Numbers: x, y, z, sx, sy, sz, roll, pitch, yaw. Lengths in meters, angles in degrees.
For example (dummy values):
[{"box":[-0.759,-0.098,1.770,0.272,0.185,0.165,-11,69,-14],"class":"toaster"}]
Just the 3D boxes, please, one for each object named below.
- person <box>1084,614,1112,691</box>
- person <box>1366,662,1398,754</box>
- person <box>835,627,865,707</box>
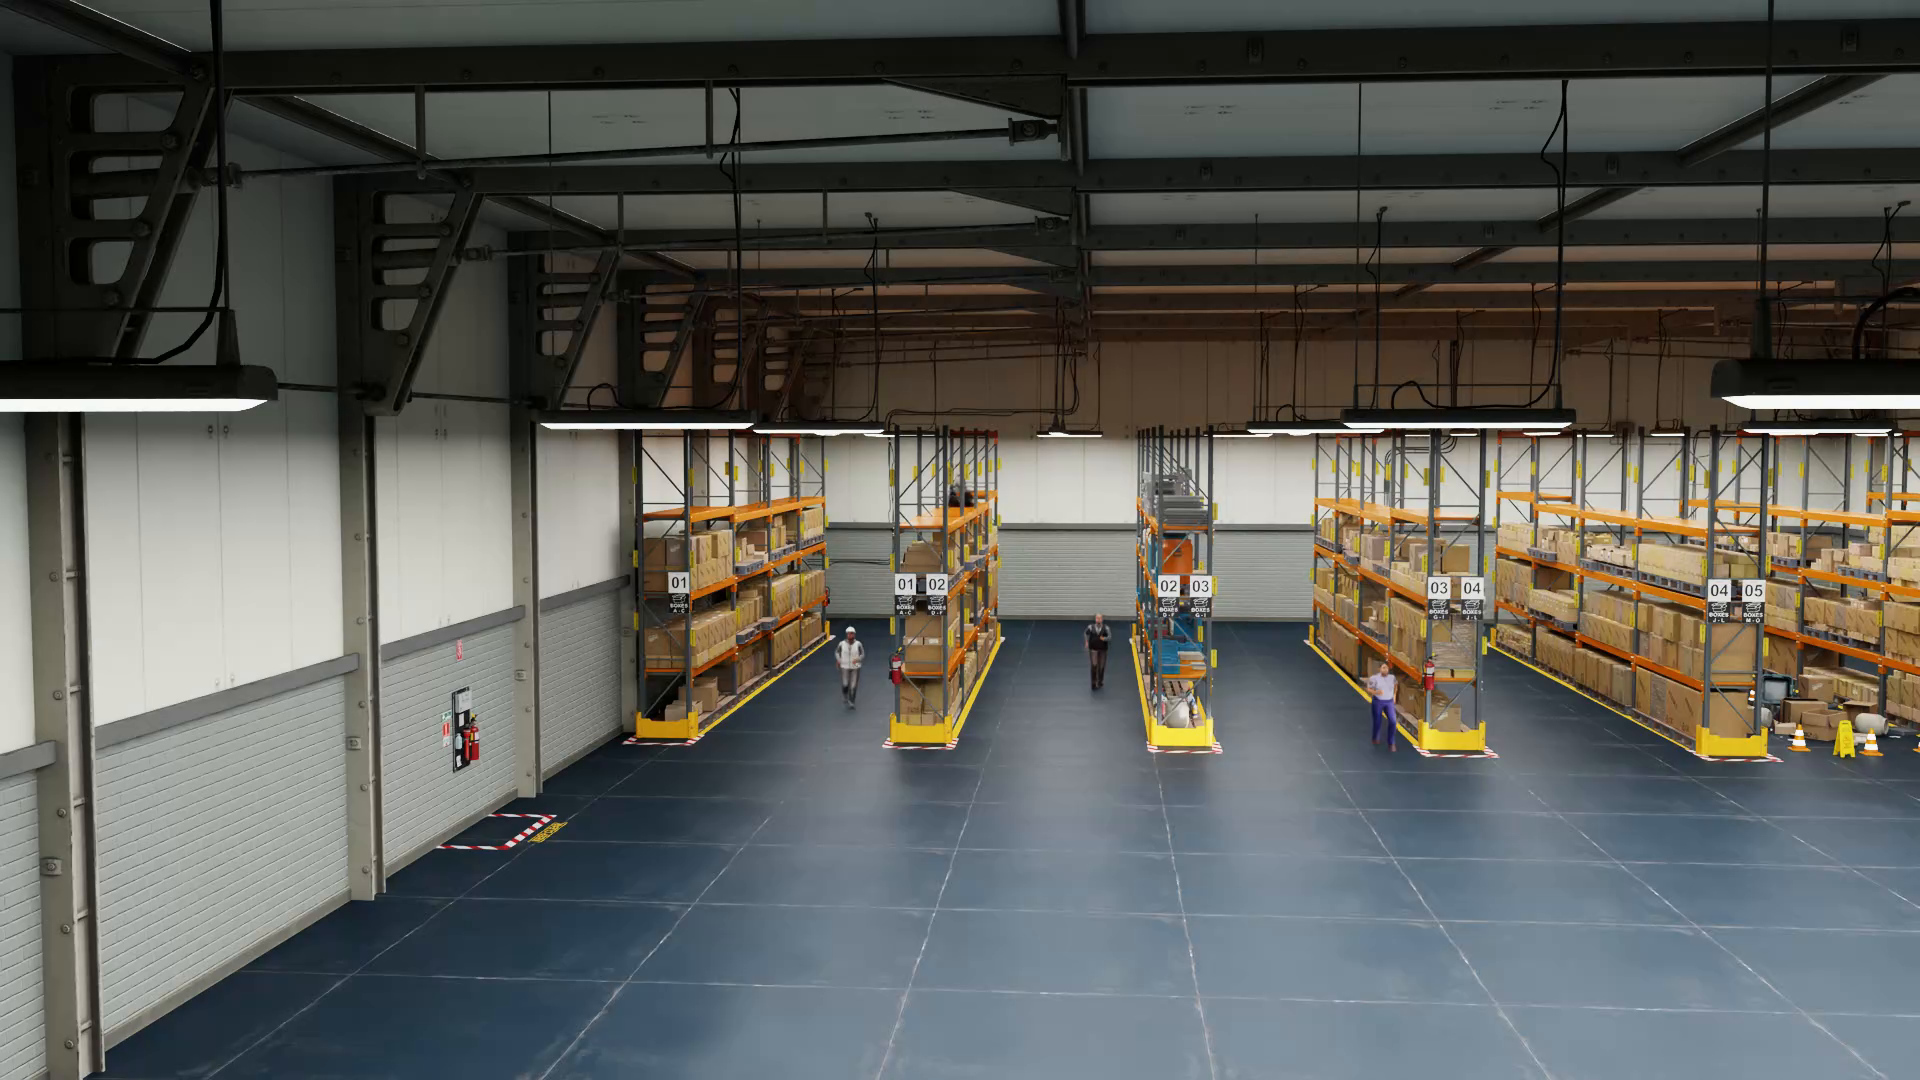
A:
[{"box":[3.170,2.575,38.164,0.624,1.780,0.752,0,3,-2],"class":"person"},{"box":[7.800,3.074,30.710,0.624,1.683,0.795,0,3,1],"class":"person"},{"box":[-2.350,2.724,35.492,0.657,1.729,0.575,0,3,-3],"class":"person"}]
